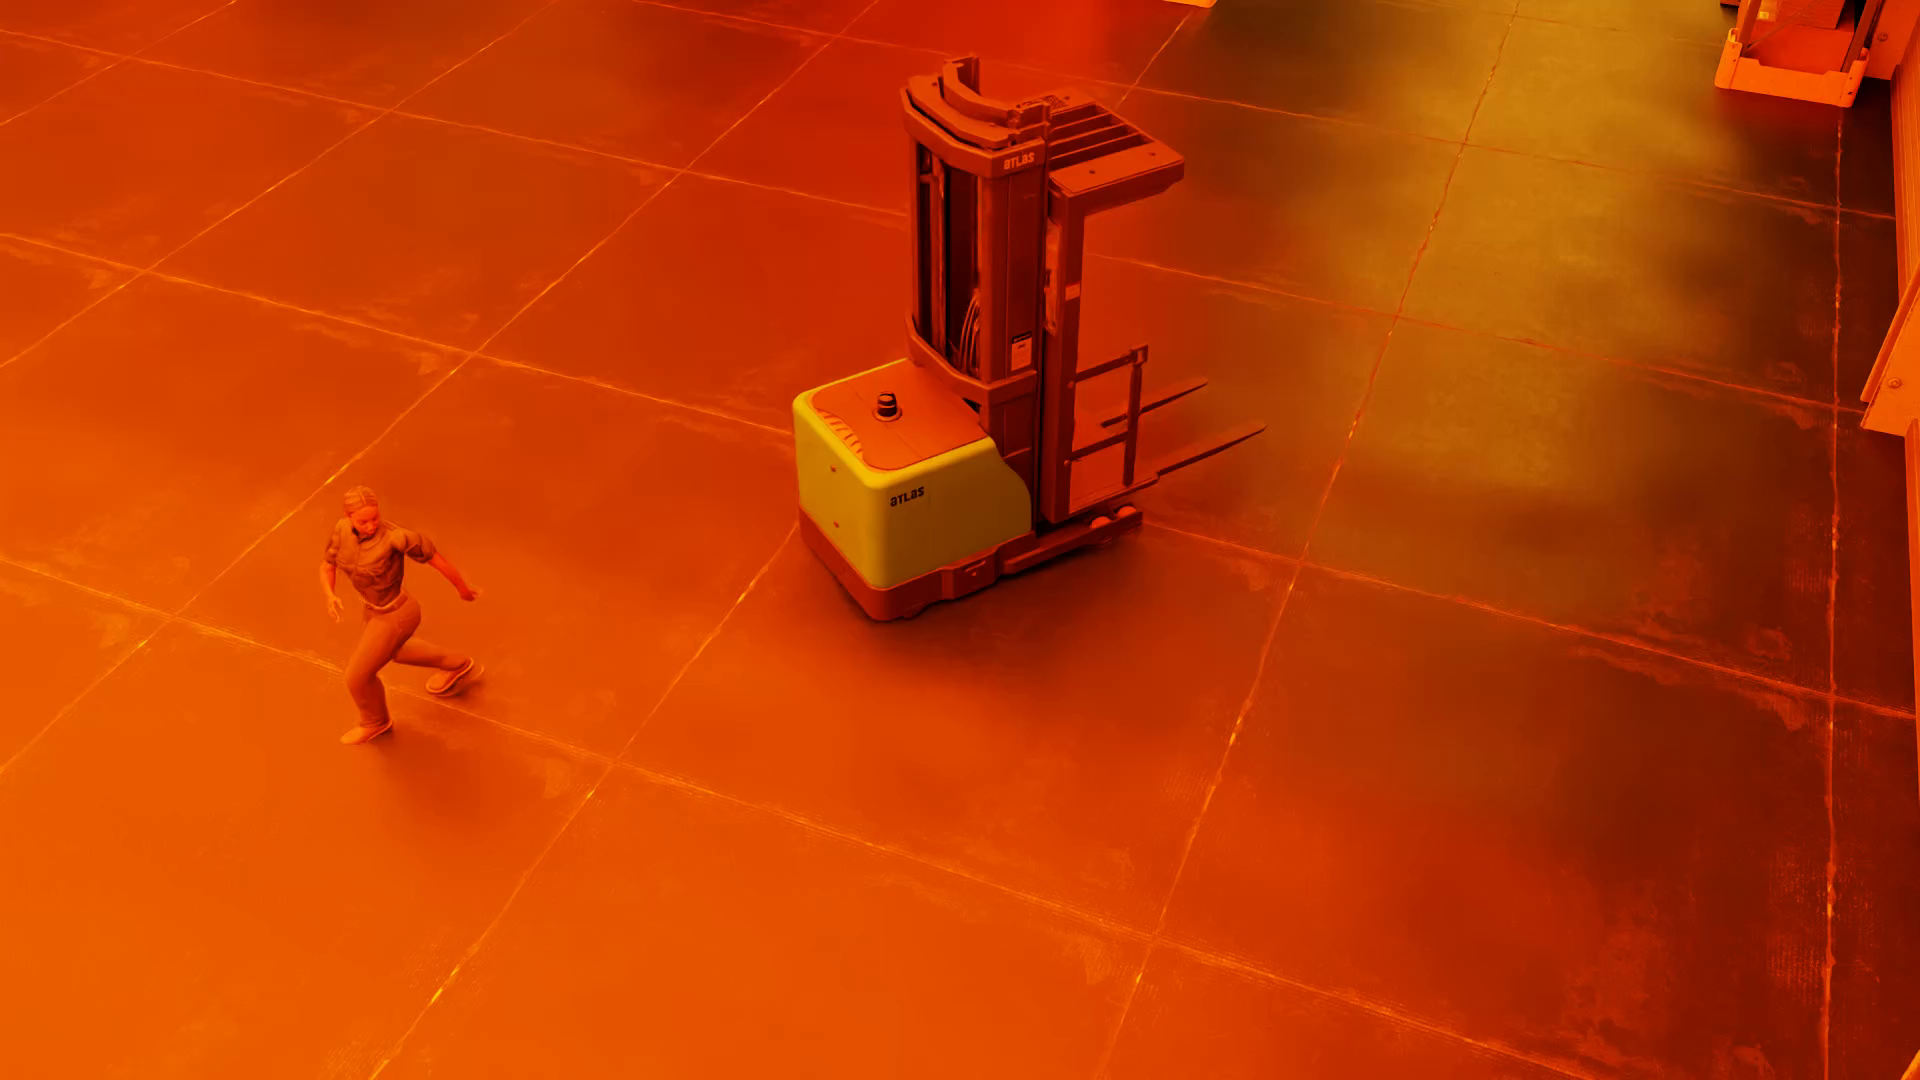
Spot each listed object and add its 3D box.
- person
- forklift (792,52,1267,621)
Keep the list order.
[{"bbox_3d":[-2.991,0.360,8.664,0.842,1.582,0.479,-31,49,-31],"label":"person"},{"bbox_3d":[0.537,-1.370,9.643,3.031,2.935,1.130,-22,44,-24],"label":"forklift"}]
